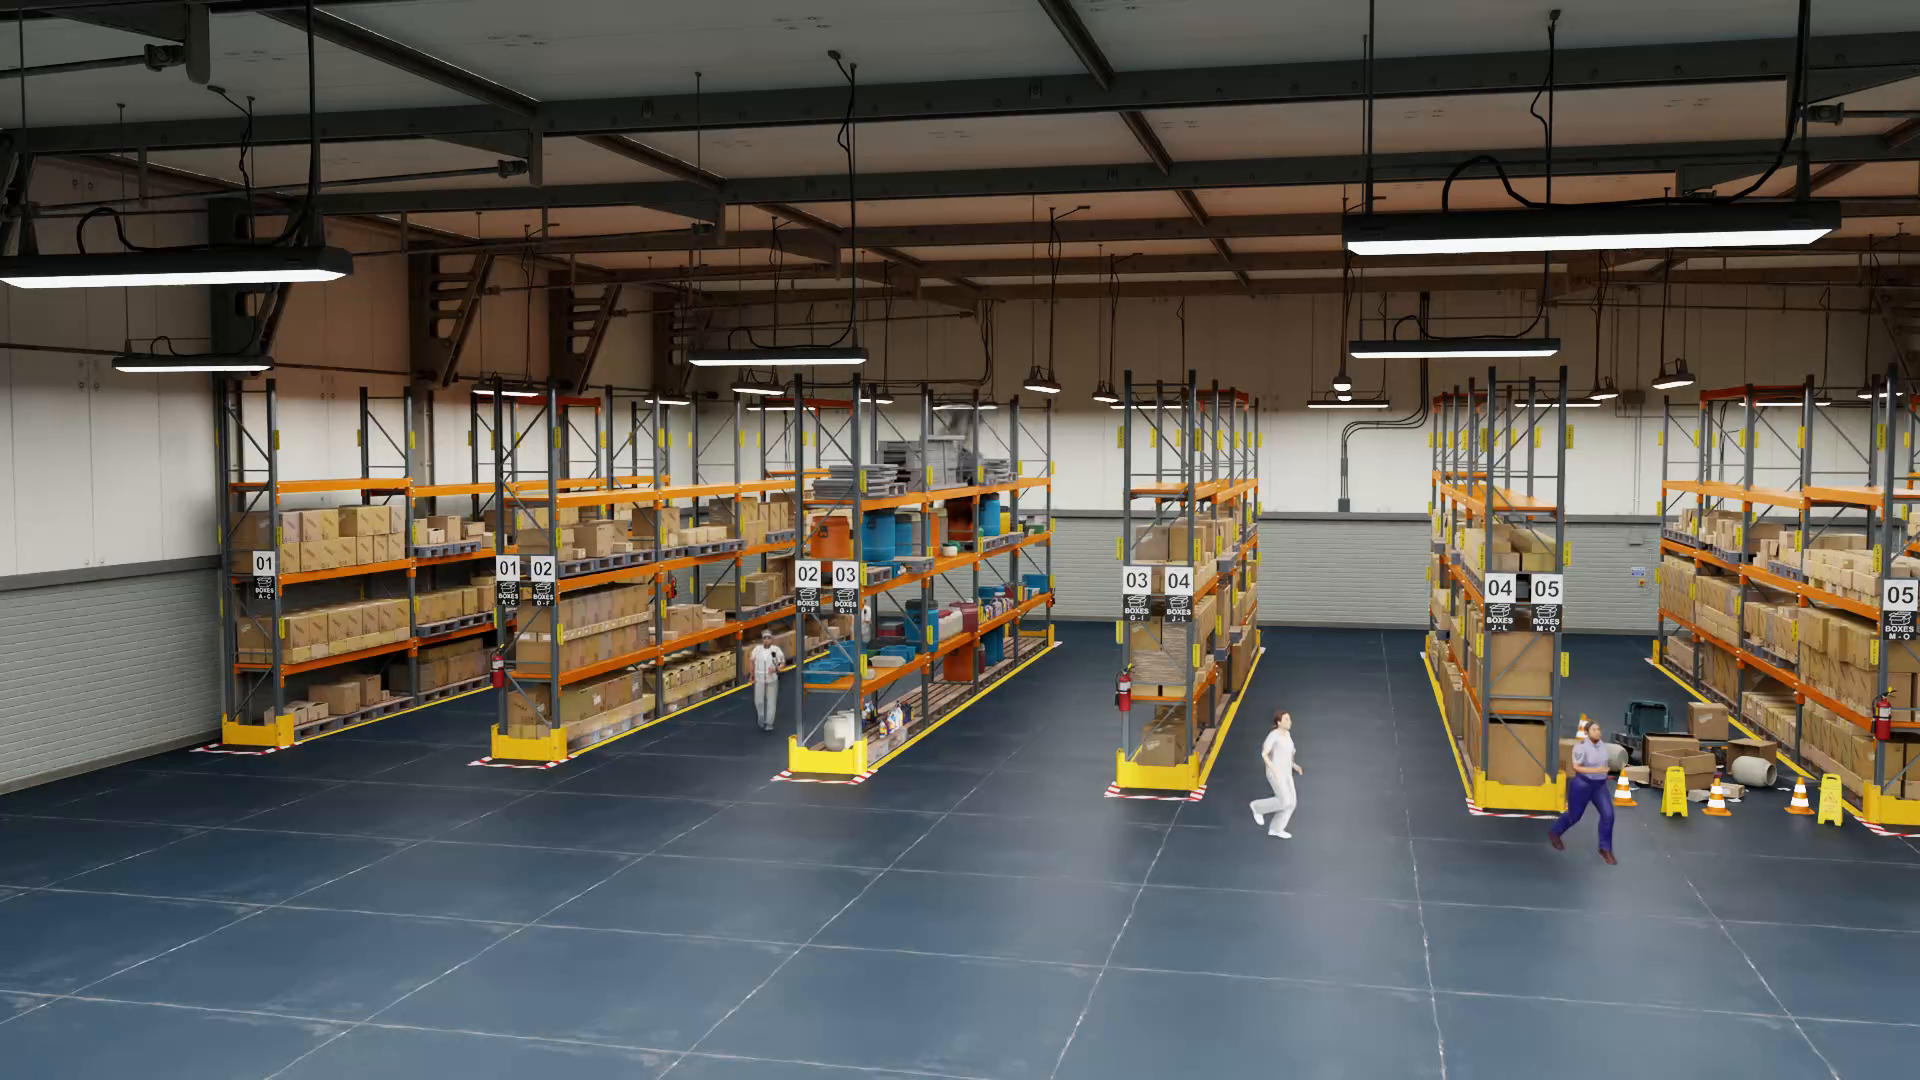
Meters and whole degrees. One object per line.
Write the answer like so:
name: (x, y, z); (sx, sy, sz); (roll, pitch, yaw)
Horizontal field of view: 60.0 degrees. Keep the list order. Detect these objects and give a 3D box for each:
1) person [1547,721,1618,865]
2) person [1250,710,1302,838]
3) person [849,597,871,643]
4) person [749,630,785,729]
person: (7.506, 2.994, 19.926); (0.611, 1.684, 0.876); (-1, 4, -22)
person: (3.990, 2.940, 20.998); (0.599, 1.618, 0.555); (3, 5, 44)
person: (-2.124, 2.037, 35.817); (0.584, 1.728, 0.752); (0, 3, 3)
person: (-3.335, 2.408, 28.606); (0.651, 1.740, 0.602); (0, 3, -1)
